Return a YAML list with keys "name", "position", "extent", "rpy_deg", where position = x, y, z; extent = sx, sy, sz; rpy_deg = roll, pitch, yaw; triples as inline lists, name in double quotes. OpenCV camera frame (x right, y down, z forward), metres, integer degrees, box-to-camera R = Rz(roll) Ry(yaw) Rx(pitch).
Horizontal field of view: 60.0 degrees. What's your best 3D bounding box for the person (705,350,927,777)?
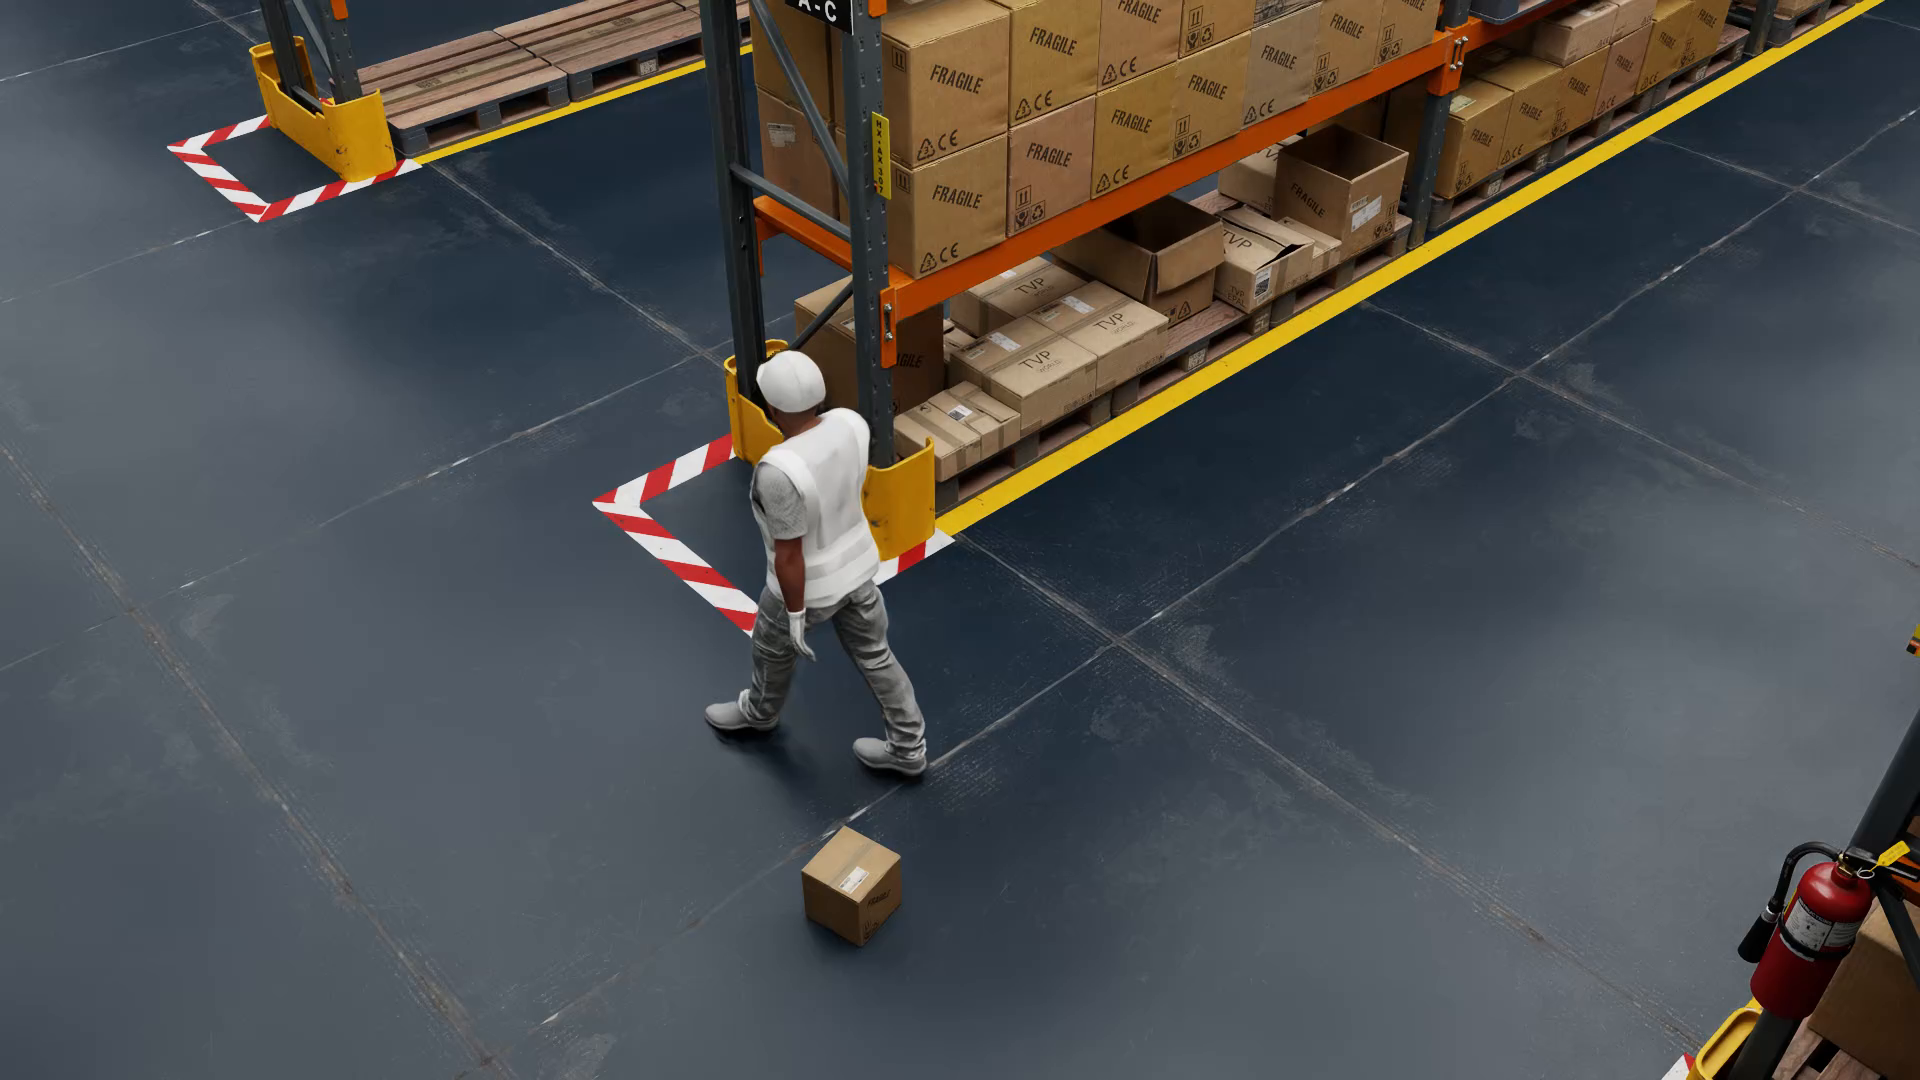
- name: "person"
  position: [-0.527, 0.096, 6.015]
  extent: [0.892, 1.744, 0.609]
  rpy_deg: [28, 47, 30]
